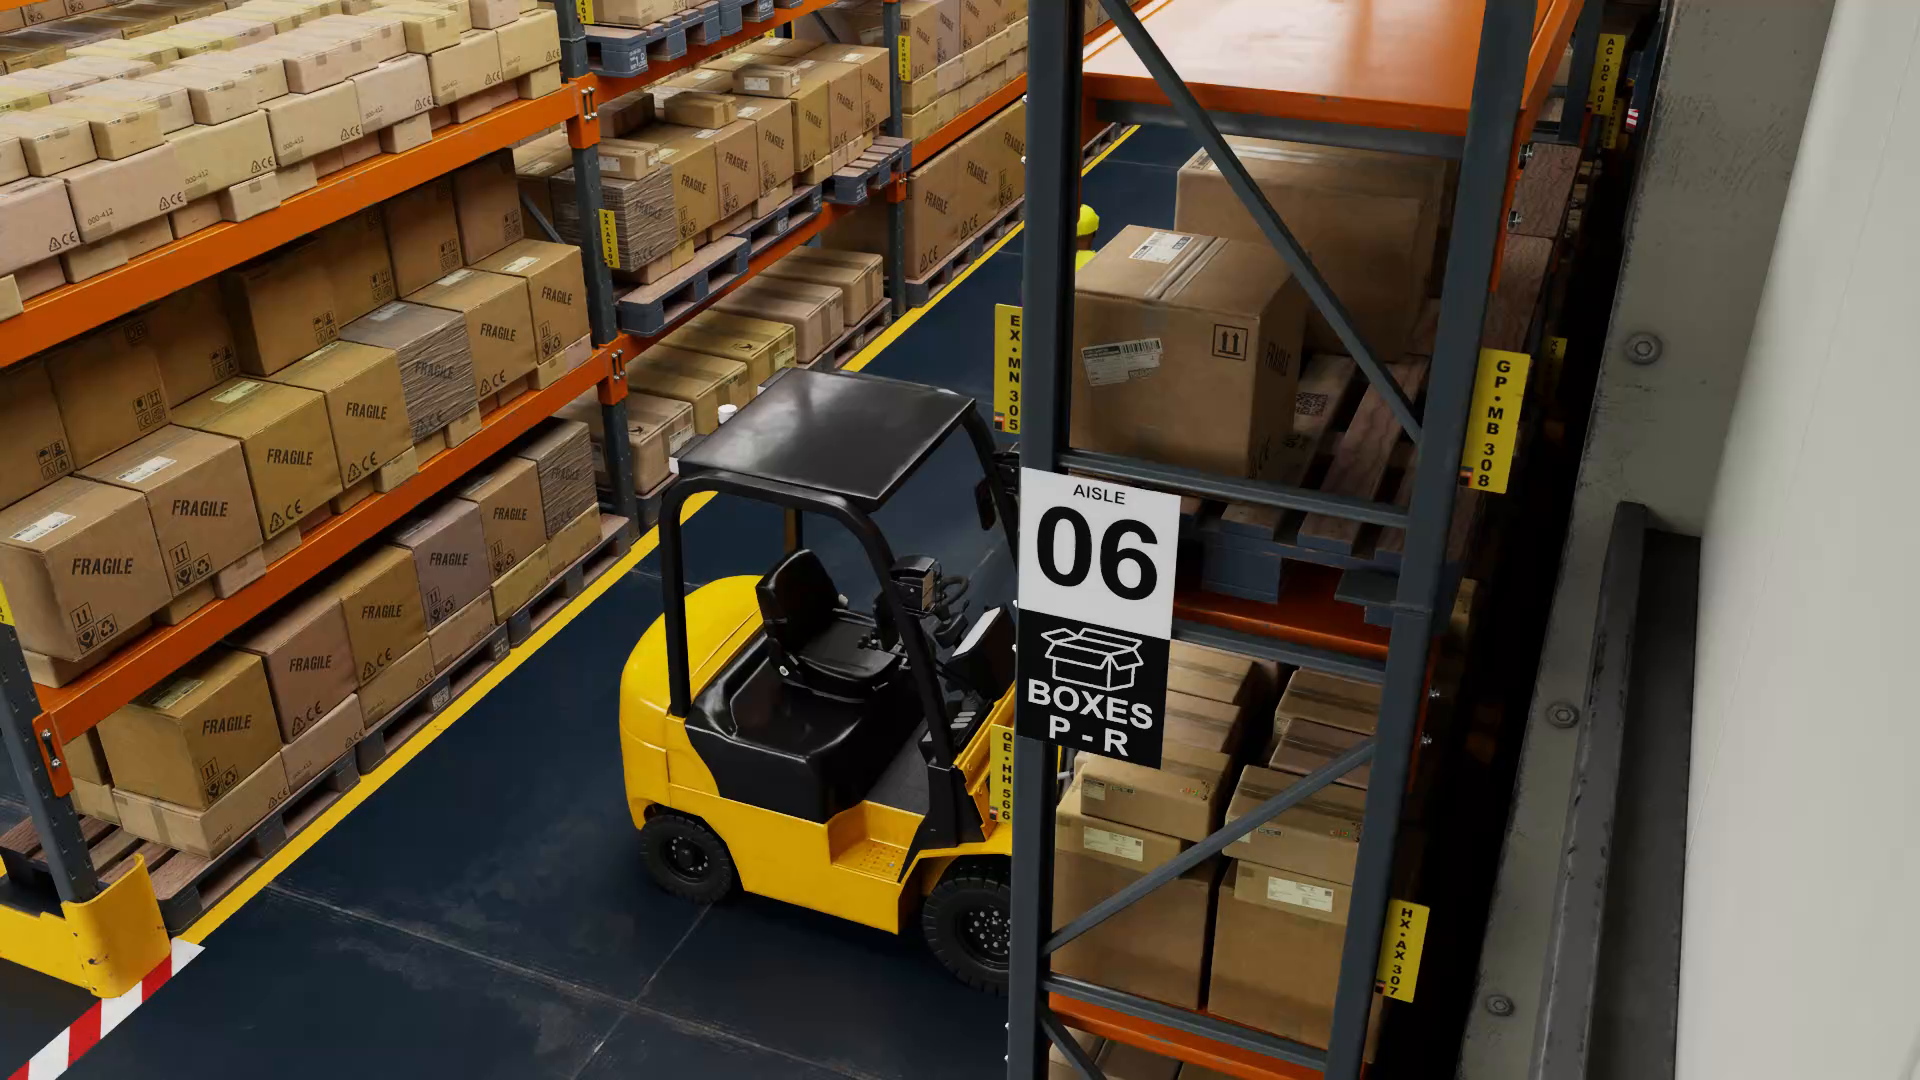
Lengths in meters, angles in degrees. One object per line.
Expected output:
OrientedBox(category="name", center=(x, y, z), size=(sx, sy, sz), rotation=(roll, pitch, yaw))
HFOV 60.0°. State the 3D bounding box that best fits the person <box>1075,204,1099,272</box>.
OrientedBox(category="person", center=(0.766, -1.275, 10.579), size=(0.609, 1.757, 0.563), rotation=(12, 32, 20))
